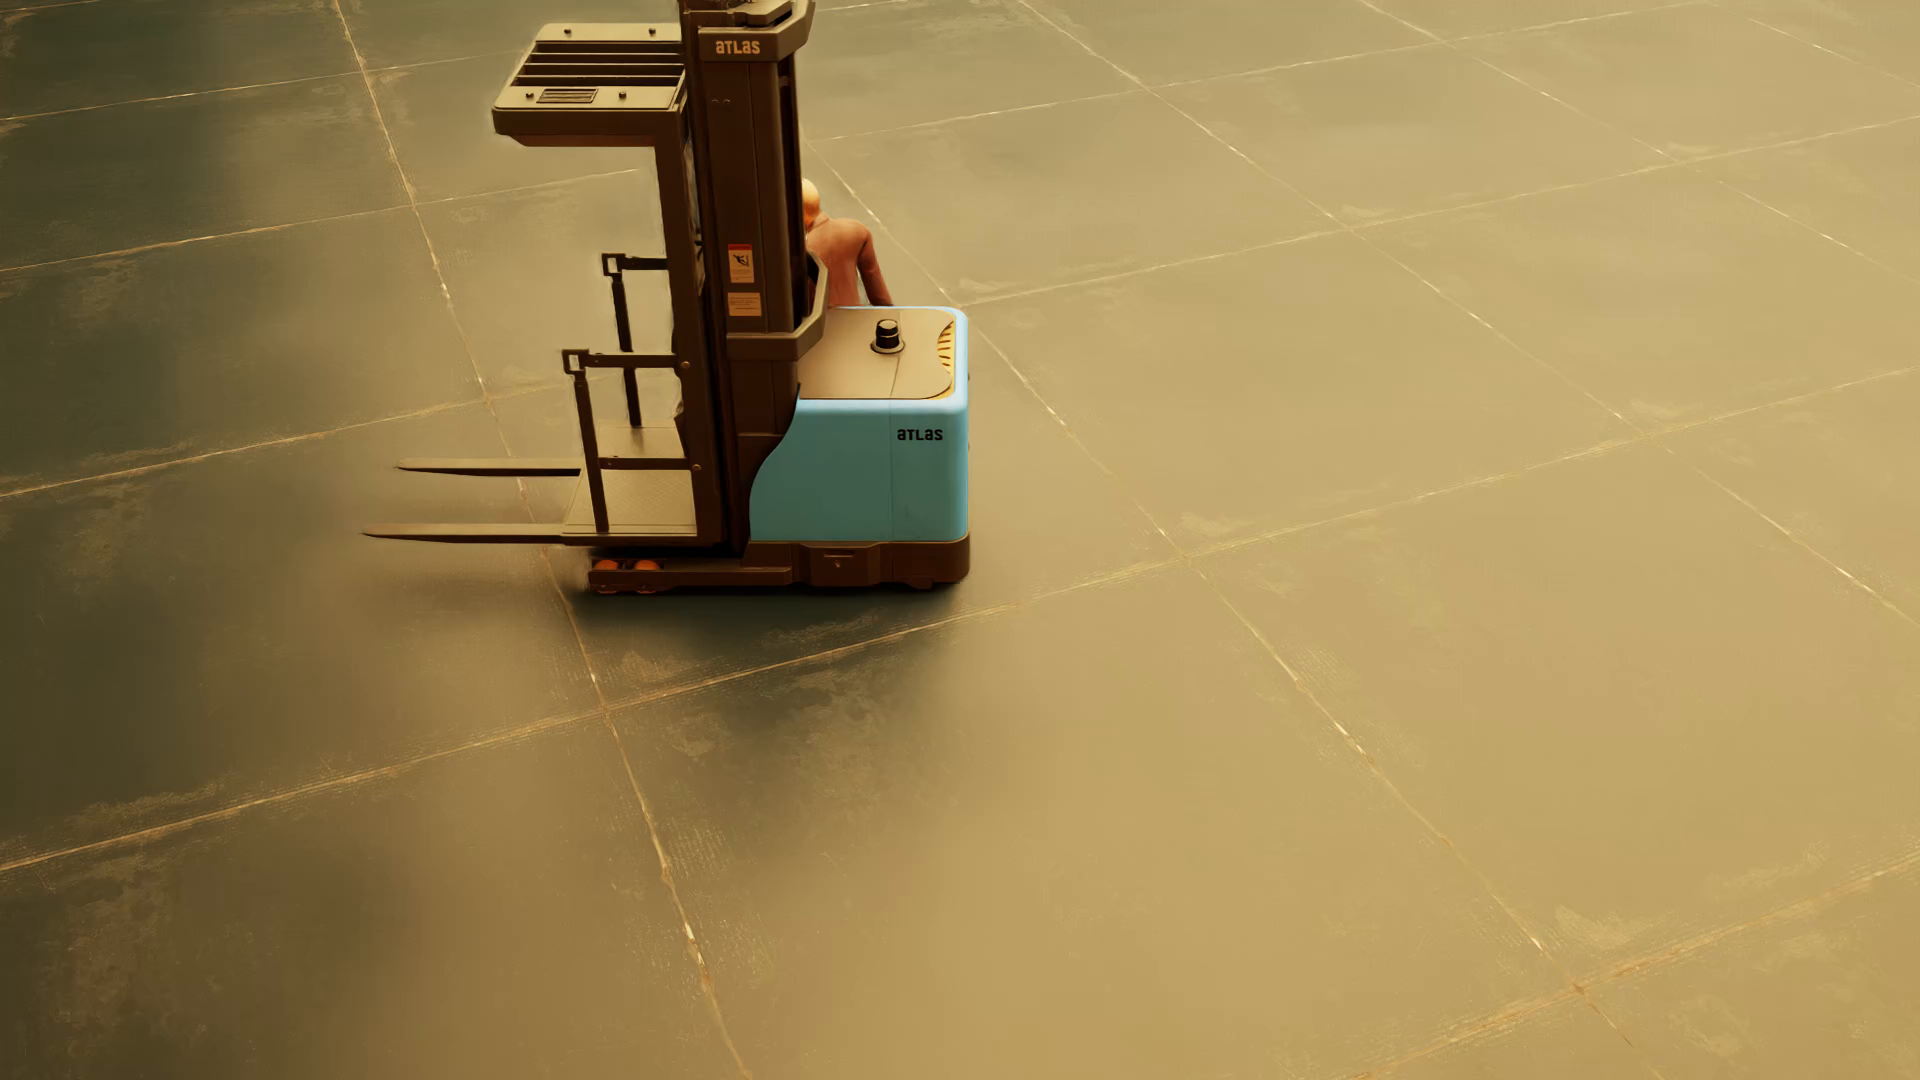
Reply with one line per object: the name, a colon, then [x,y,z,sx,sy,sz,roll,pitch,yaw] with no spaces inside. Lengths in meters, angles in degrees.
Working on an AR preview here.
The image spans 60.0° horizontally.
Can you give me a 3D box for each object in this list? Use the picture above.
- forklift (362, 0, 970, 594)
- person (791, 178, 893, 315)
forklift: [-1.466,-1.234,7.834,3.031,2.935,1.130,0,35,0]
person: [-0.782,-1.157,8.791,0.799,1.703,0.991,-29,44,-34]
